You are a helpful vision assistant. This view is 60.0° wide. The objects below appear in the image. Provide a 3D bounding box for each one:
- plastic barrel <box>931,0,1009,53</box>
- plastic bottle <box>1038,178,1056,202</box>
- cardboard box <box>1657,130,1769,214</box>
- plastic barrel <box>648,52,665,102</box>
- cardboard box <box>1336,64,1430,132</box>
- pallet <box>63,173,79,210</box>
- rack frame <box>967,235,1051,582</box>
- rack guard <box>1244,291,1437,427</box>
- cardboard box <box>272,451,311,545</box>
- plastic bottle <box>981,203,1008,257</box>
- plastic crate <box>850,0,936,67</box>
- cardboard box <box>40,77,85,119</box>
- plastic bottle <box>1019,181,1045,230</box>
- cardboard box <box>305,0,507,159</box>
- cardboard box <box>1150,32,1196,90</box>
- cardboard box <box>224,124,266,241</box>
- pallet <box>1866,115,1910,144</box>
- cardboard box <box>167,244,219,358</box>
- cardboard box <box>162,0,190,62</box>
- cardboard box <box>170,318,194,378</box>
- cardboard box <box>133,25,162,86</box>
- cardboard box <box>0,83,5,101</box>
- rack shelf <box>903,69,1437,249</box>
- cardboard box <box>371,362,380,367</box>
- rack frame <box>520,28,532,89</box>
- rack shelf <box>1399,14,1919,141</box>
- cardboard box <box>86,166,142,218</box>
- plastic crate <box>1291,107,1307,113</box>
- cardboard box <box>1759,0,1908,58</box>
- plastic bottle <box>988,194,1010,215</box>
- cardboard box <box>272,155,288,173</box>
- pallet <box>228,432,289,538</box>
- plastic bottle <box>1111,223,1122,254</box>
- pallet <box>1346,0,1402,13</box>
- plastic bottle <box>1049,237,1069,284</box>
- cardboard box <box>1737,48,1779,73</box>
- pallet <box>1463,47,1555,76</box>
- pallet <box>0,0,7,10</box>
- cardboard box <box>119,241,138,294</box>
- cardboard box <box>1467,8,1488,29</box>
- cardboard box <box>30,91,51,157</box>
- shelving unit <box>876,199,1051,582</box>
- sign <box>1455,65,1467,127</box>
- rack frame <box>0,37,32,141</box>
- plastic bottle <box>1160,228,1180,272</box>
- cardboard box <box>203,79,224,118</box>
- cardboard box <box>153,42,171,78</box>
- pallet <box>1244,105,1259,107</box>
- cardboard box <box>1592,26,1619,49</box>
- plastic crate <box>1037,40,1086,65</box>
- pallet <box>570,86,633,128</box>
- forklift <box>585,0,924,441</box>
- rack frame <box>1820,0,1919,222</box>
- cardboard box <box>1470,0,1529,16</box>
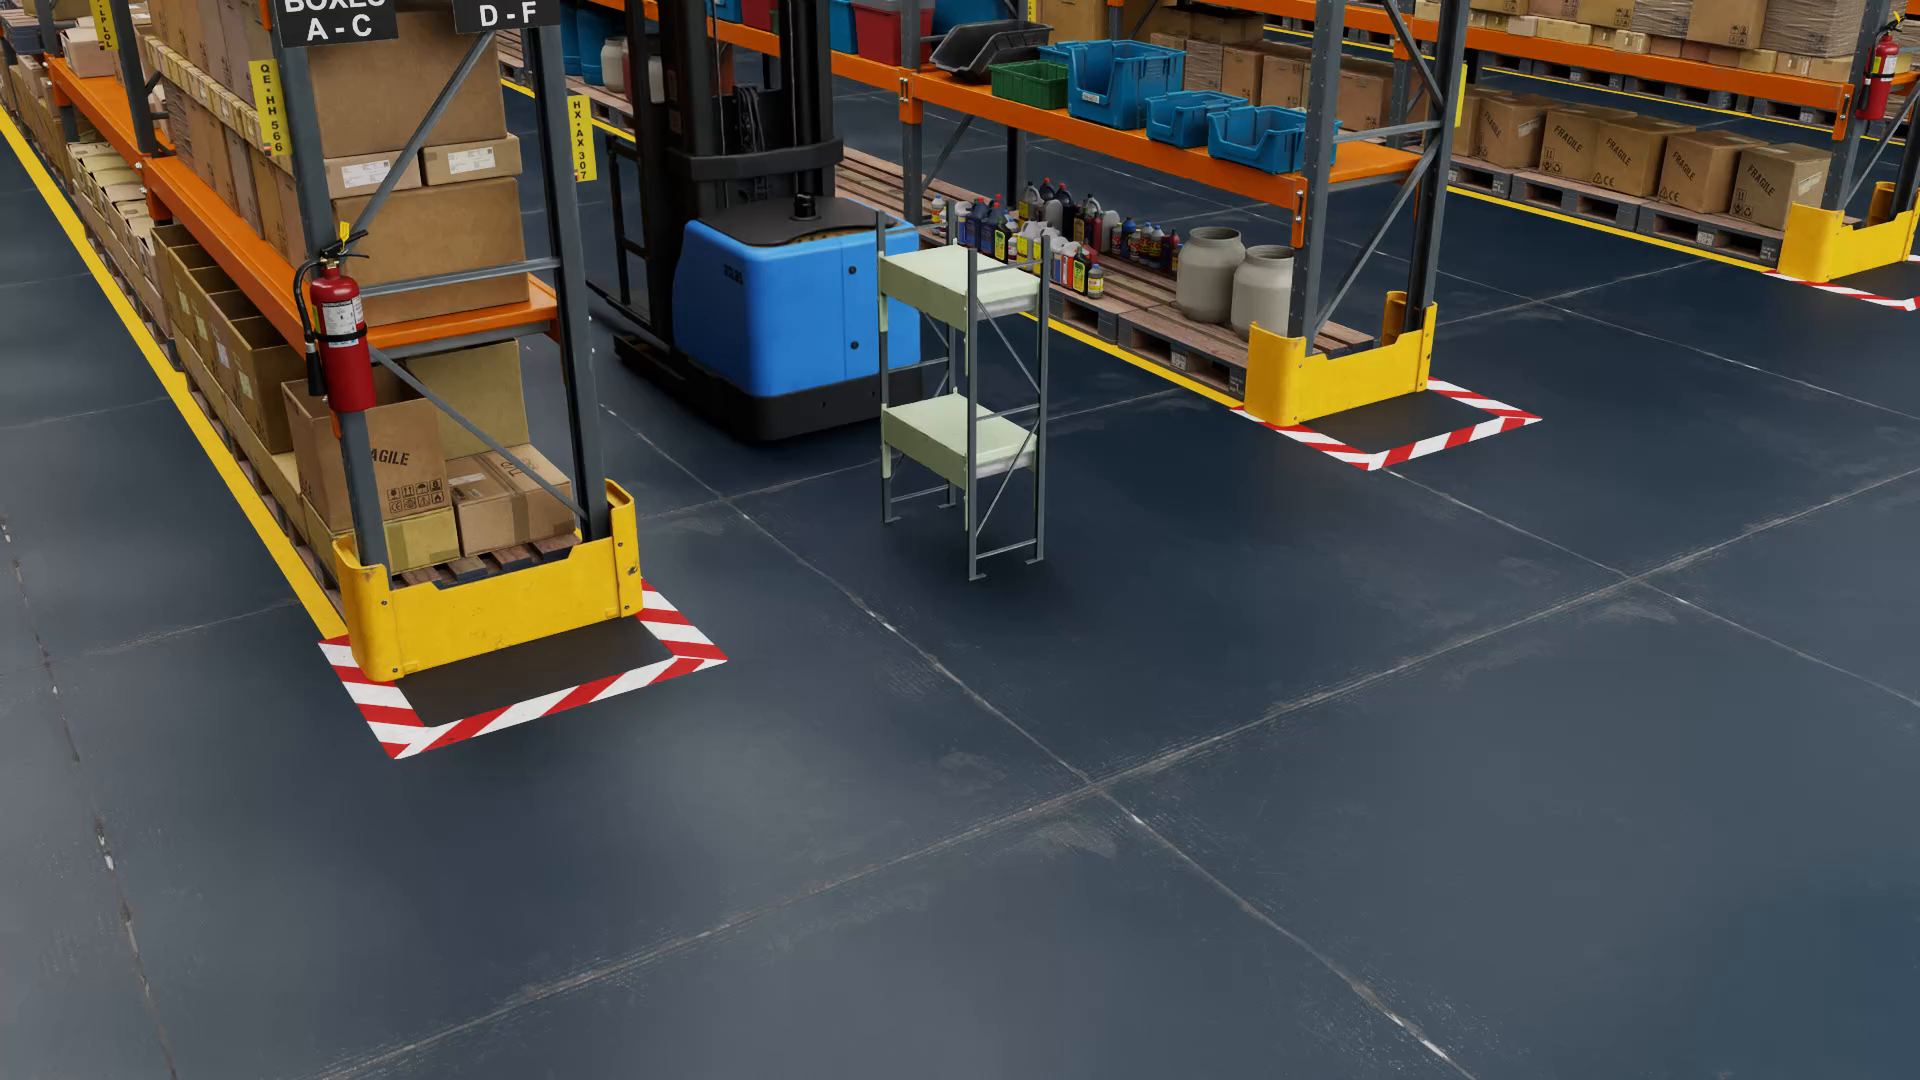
[{"bbox_3d":[0.082,-4.010,12.143,0.600,0.901,0.708,-16,29,-30],"label":"plastic barrel"},{"bbox_3d":[0.632,-2.412,11.934,0.144,0.351,0.185,-16,30,-31],"label":"plastic bottle"},{"bbox_3d":[5.691,-2.791,12.584,0.500,0.500,0.500,-8,26,-16],"label":"cardboard box"},{"bbox_3d":[-2.809,-4.422,16.026,0.421,0.512,0.421,0,25,0],"label":"plastic barrel"},{"bbox_3d":[3.872,-4.022,15.169,0.700,0.500,0.500,-18,31,-33],"label":"cardboard box"},{"bbox_3d":[-6.673,-2.867,13.576,1.003,0.211,1.213,-16,29,-30],"label":"pallet"},{"bbox_3d":[0.203,-0.545,7.147,0.400,1.500,0.023,-16,29,-30],"label":"rack frame"},{"bbox_3d":[2.142,-1.030,9.345,1.175,0.500,0.348,-16,29,-30],"label":"rack guard"},{"bbox_3d":[-2.753,-0.236,7.466,0.500,0.250,0.500,-16,29,-30],"label":"cardboard box"},{"bbox_3d":[0.235,-2.123,11.320,0.144,0.351,0.185,-17,30,-32],"label":"plastic bottle"},{"bbox_3d":[-0.482,-3.705,12.010,0.402,0.464,0.583,-16,29,-30],"label":"plastic crate"},{"bbox_3d":[-7.038,-3.559,13.309,0.500,0.250,0.500,-14,29,-28],"label":"cardboard box"},{"bbox_3d":[0.511,-2.379,11.863,0.144,0.351,0.185,-16,29,-30],"label":"plastic bottle"},{"bbox_3d":[-2.203,-1.812,6.437,0.700,0.500,0.500,-15,29,-29],"label":"cardboard box"},{"bbox_3d":[2.388,-4.993,17.226,0.700,0.500,0.500,-17,30,-32],"label":"cardboard box"},{"bbox_3d":[-3.021,-1.759,7.845,0.700,0.500,0.500,-15,29,-28],"label":"cardboard box"},{"bbox_3d":[9.419,-3.860,15.680,1.003,0.211,1.213,-16,29,-30],"label":"pallet"},{"bbox_3d":[-3.843,-1.291,8.822,0.500,0.500,0.500,-16,29,-30],"label":"cardboard box"},{"bbox_3d":[-3.589,-2.716,8.352,0.700,0.500,0.500,-16,29,-30],"label":"cardboard box"},{"bbox_3d":[-4.114,-1.131,9.362,0.500,0.250,0.500,-16,29,-30],"label":"cardboard box"},{"bbox_3d":[-4.806,-2.934,10.333,0.500,0.500,0.500,-13,28,-26],"label":"cardboard box"},{"bbox_3d":[-9.284,-4.450,16.488,0.380,0.149,0.250,-16,29,-30],"label":"cardboard box"},{"bbox_3d":[1.131,-2.534,10.446,1.077,0.370,4.000,-16,29,-30],"label":"rack shelf"},{"bbox_3d":[-2.594,-0.874,7.939,0.500,0.500,0.500,-16,29,-30],"label":"cardboard box"},{"bbox_3d":[-4.328,-6.436,17.870,1.000,3.000,0.127,-16,29,-30],"label":"rack frame"},{"bbox_3d":[5.281,-3.688,12.891,1.077,0.370,4.000,-16,29,-30],"label":"rack shelf"},{"bbox_3d":[-5.687,-2.428,11.451,0.500,0.311,0.500,-16,30,-31],"label":"cardboard box"},{"bbox_3d":[2.004,-2.420,9.671,0.298,0.136,0.250,-16,29,-30],"label":"plastic crate"},{"bbox_3d":[6.095,-3.681,11.568,0.875,0.500,0.500,-16,29,-30],"label":"cardboard box"},{"bbox_3d":[0.253,-2.224,11.534,0.144,0.351,0.185,-16,29,-30],"label":"plastic bottle"},{"bbox_3d":[-2.582,-1.606,6.762,0.380,0.149,0.250,-16,30,-30],"label":"cardboard box"},{"bbox_3d":[-3.044,-0.430,8.413,1.003,0.211,1.213,-16,29,-30],"label":"pallet"},{"bbox_3d":[1.086,-2.066,11.375,0.097,0.201,0.097,0,25,0],"label":"plastic bottle"},{"bbox_3d":[3.894,-4.949,14.945,1.003,0.211,1.213,-16,29,-30],"label":"pallet"},{"bbox_3d":[0.662,-1.812,10.750,0.152,0.276,0.135,-16,30,-31],"label":"plastic bottle"},{"bbox_3d":[5.728,-3.405,11.744,0.380,0.149,0.250,-16,29,-30],"label":"cardboard box"},{"bbox_3d":[6.583,-5.719,19.617,1.003,0.211,1.213,-16,29,-30],"label":"pallet"},{"bbox_3d":[-8.136,-4.885,14.809,1.003,0.211,1.213,-16,29,-30],"label":"pallet"},{"bbox_3d":[-5.137,-1.813,10.806,0.500,0.250,0.500,-15,29,-28],"label":"cardboard box"},{"bbox_3d":[4.339,-4.293,13.624,0.380,0.149,0.250,-16,29,-30],"label":"cardboard box"},{"bbox_3d":[-7.578,-3.572,14.216,0.500,0.500,0.500,-17,30,-31],"label":"cardboard box"},{"bbox_3d":[0.004,-0.676,7.425,0.431,1.500,0.755,-16,29,-30],"label":"shelving unit"},{"bbox_3d":[2.686,-2.396,8.987,0.100,0.325,0.005,-16,29,-30],"label":"sign"},{"bbox_3d":[-8.480,-5.283,15.427,1.000,3.000,0.127,-16,29,-30],"label":"rack frame"},{"bbox_3d":[1.386,-1.921,10.972,0.061,0.283,0.133,-15,29,-29],"label":"plastic bottle"},{"bbox_3d":[-3.280,-2.066,7.735,0.380,0.149,0.250,-16,30,-30],"label":"cardboard box"},{"bbox_3d":[-3.992,-2.529,8.717,0.380,0.149,0.250,-15,29,-29],"label":"cardboard box"},{"bbox_3d":[3.093,-4.183,16.363,1.003,0.211,1.213,-16,29,-30],"label":"pallet"},{"bbox_3d":[5.059,-3.856,12.699,0.380,0.149,0.250,-16,29,-30],"label":"cardboard box"},{"bbox_3d":[0.871,-3.175,11.135,0.499,0.251,0.616,-16,29,-30],"label":"plastic crate"},{"bbox_3d":[-3.272,-4.452,16.934,1.003,0.211,1.213,-16,29,-30],"label":"pallet"},{"bbox_3d":[-1.425,-2.424,9.451,1.130,2.935,3.031,-16,29,-30],"label":"forklift"},{"bbox_3d":[6.372,-3.298,11.223,1.000,3.000,0.127,-16,29,-30],"label":"rack frame"},{"bbox_3d":[4.626,-4.546,13.401,0.875,0.500,0.500,-16,29,-30],"label":"cardboard box"}]
